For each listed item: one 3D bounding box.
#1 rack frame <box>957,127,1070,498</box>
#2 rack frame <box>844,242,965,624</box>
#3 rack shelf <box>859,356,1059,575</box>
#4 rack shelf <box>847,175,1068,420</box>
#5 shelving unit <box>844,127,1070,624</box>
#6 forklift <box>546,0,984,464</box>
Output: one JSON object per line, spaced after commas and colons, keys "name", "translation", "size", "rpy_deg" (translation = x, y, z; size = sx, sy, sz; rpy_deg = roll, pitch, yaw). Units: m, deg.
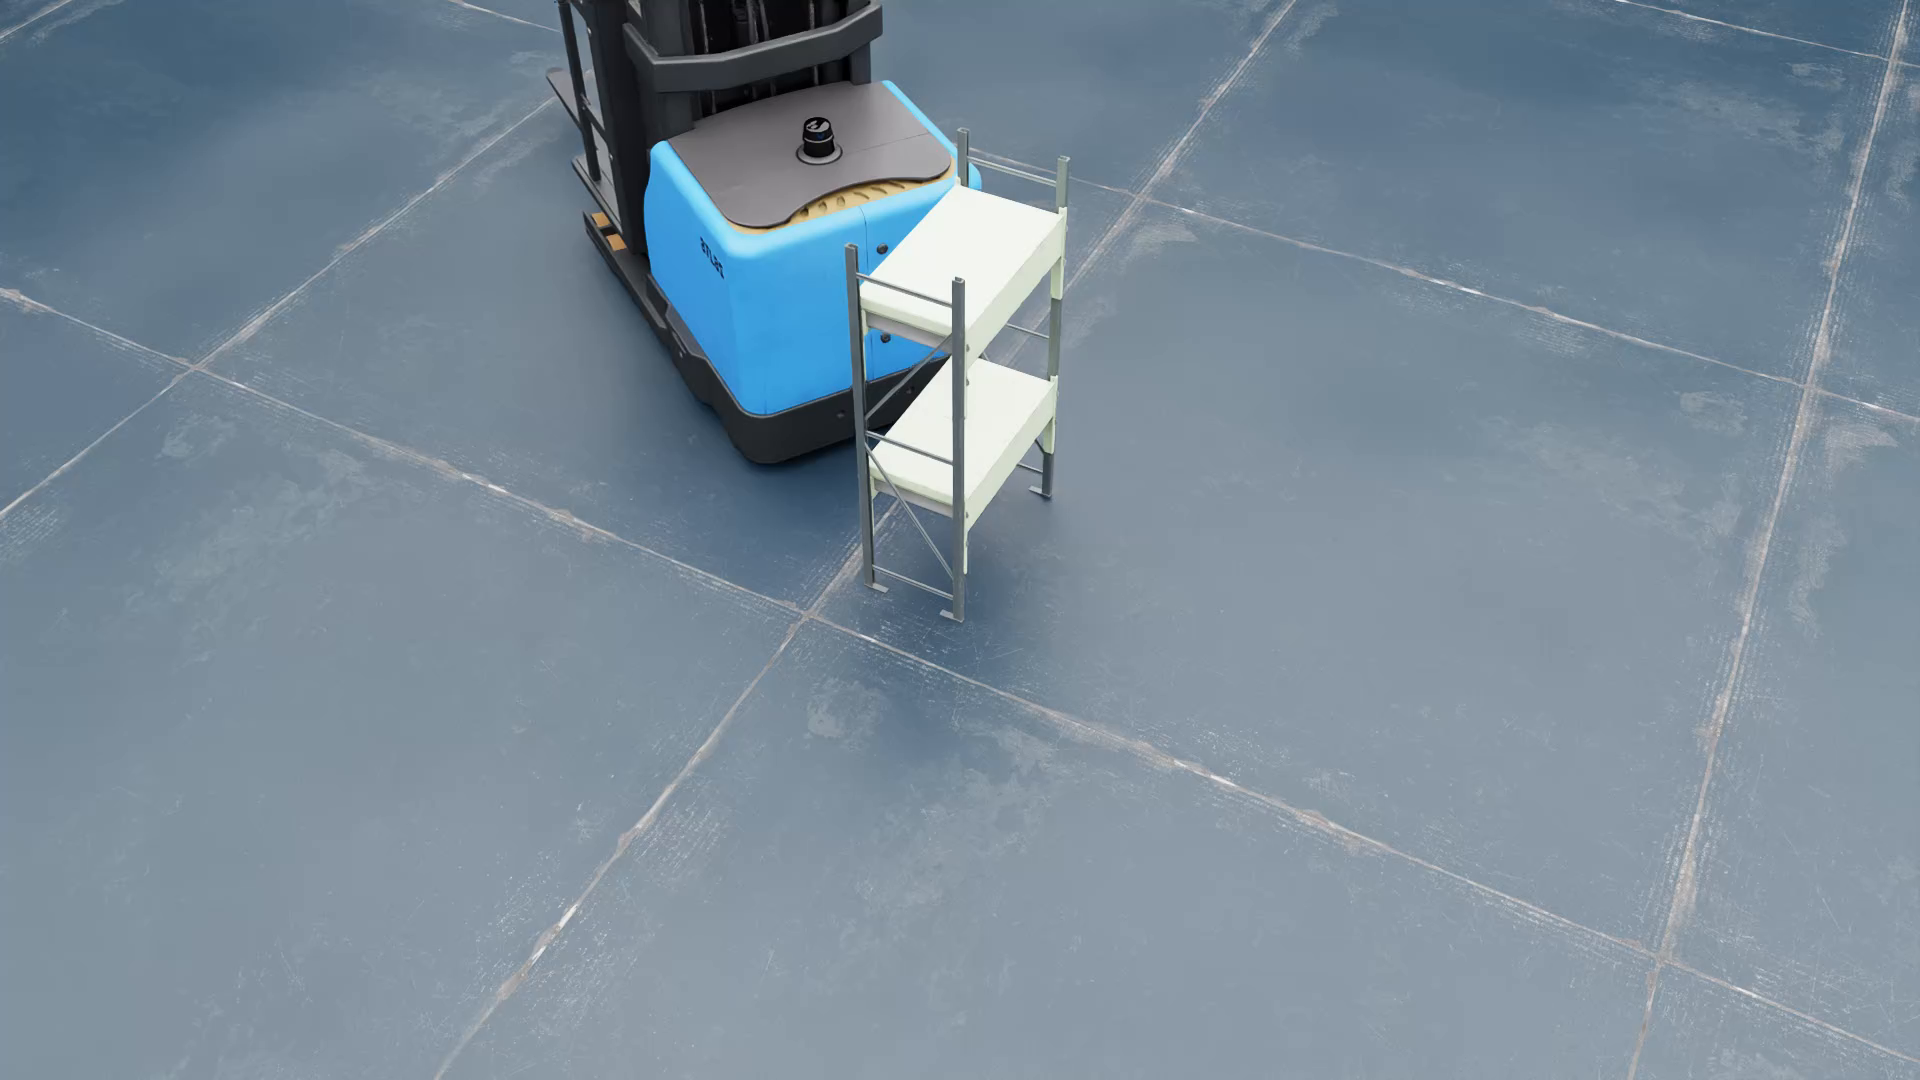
{"name": "rack frame", "translation": [0.173, -0.762, 5.949], "size": [0.400, 1.500, 0.023], "rpy_deg": [20, 49, 19]}
{"name": "rack frame", "translation": [-0.167, -0.301, 5.493], "size": [0.400, 1.500, 0.023], "rpy_deg": [20, 49, 19]}
{"name": "rack shelf", "translation": [0.003, -0.302, 5.953], "size": [0.431, 0.370, 0.720], "rpy_deg": [20, 49, 19]}
{"name": "rack shelf", "translation": [0.003, -0.806, 5.443], "size": [0.431, 0.370, 0.720], "rpy_deg": [20, 49, 19]}
{"name": "shelving unit", "translation": [0.003, -0.531, 5.721], "size": [0.431, 1.500, 0.755], "rpy_deg": [20, 49, 19]}
{"name": "forklift", "translation": [-1.043, -2.372, 6.533], "size": [1.130, 2.935, 3.031], "rpy_deg": [-21, 49, -19]}
